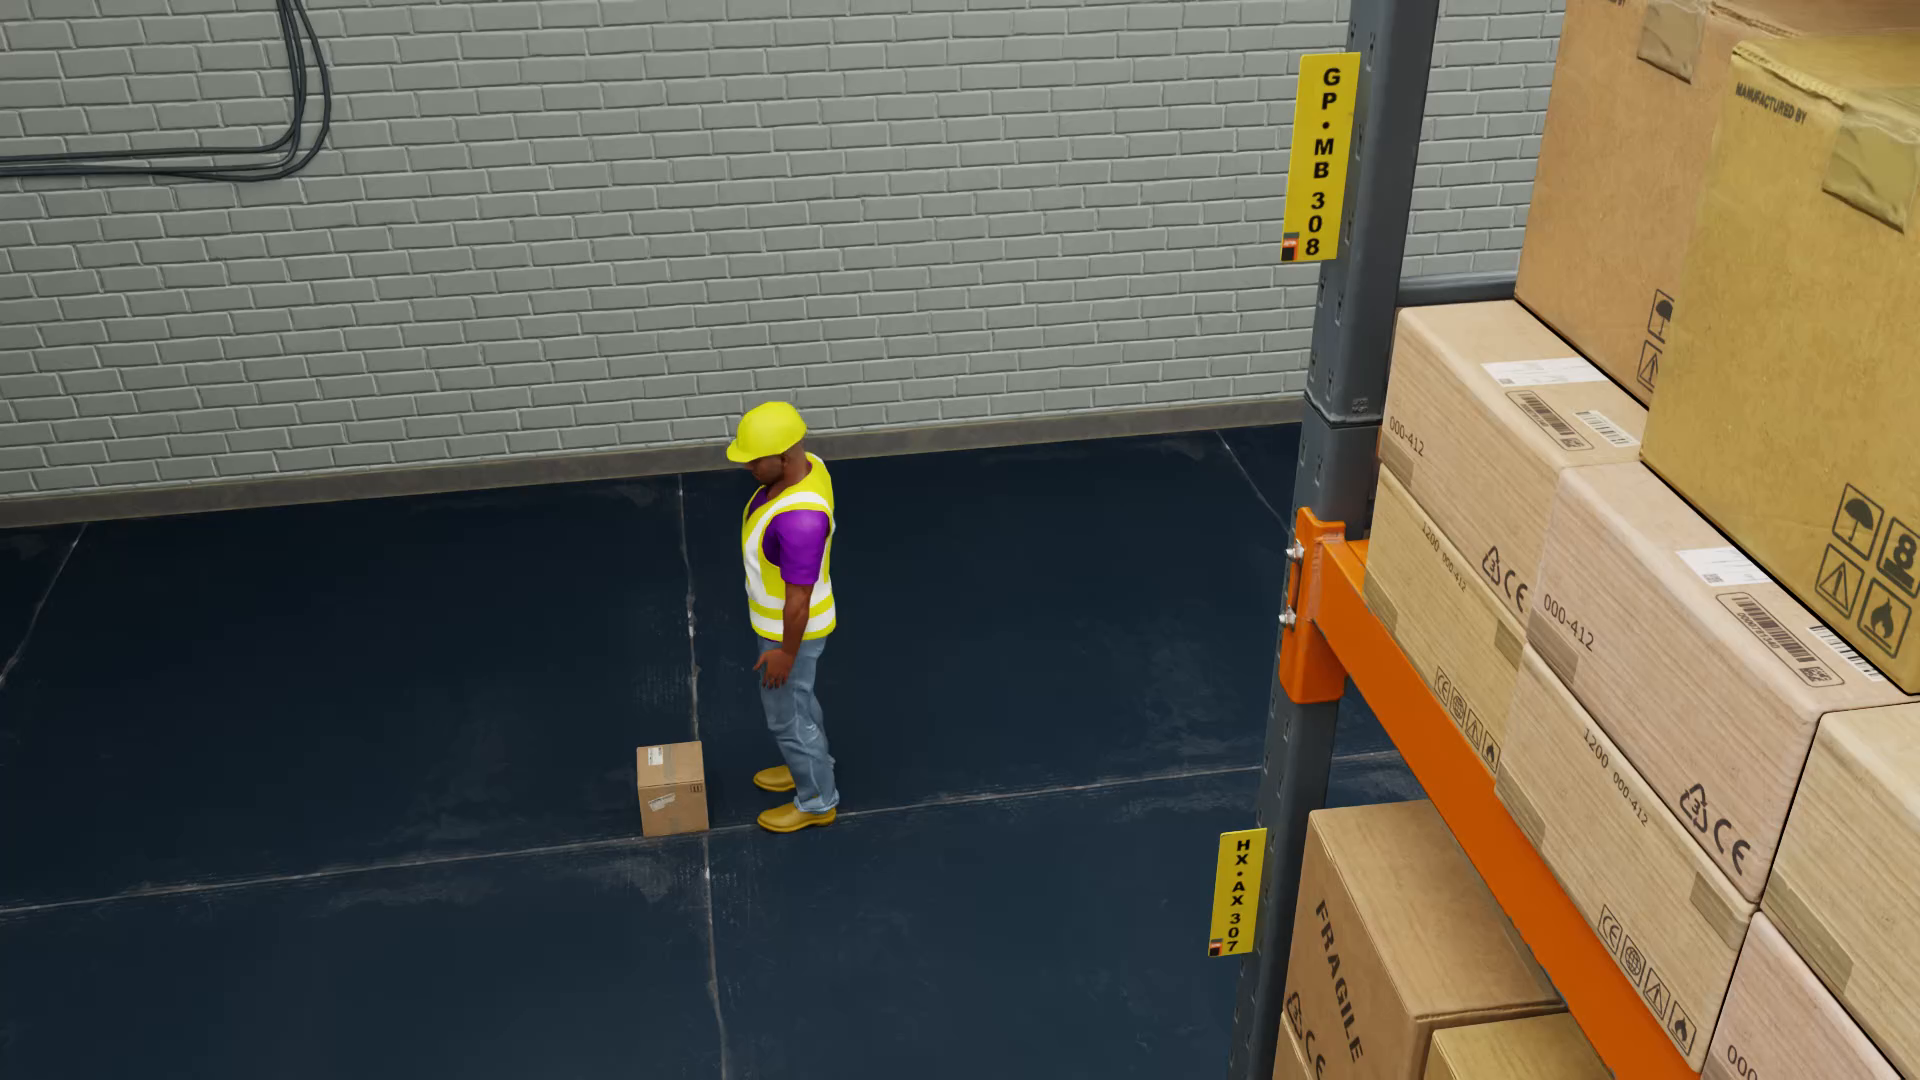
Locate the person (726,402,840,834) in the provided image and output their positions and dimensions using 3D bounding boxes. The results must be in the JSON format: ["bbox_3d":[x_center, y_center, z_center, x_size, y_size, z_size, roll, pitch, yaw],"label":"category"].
[{"bbox_3d":[-0.625,0.289,6.125,0.368,1.760,0.568,-5,31,-8],"label":"person"}]
